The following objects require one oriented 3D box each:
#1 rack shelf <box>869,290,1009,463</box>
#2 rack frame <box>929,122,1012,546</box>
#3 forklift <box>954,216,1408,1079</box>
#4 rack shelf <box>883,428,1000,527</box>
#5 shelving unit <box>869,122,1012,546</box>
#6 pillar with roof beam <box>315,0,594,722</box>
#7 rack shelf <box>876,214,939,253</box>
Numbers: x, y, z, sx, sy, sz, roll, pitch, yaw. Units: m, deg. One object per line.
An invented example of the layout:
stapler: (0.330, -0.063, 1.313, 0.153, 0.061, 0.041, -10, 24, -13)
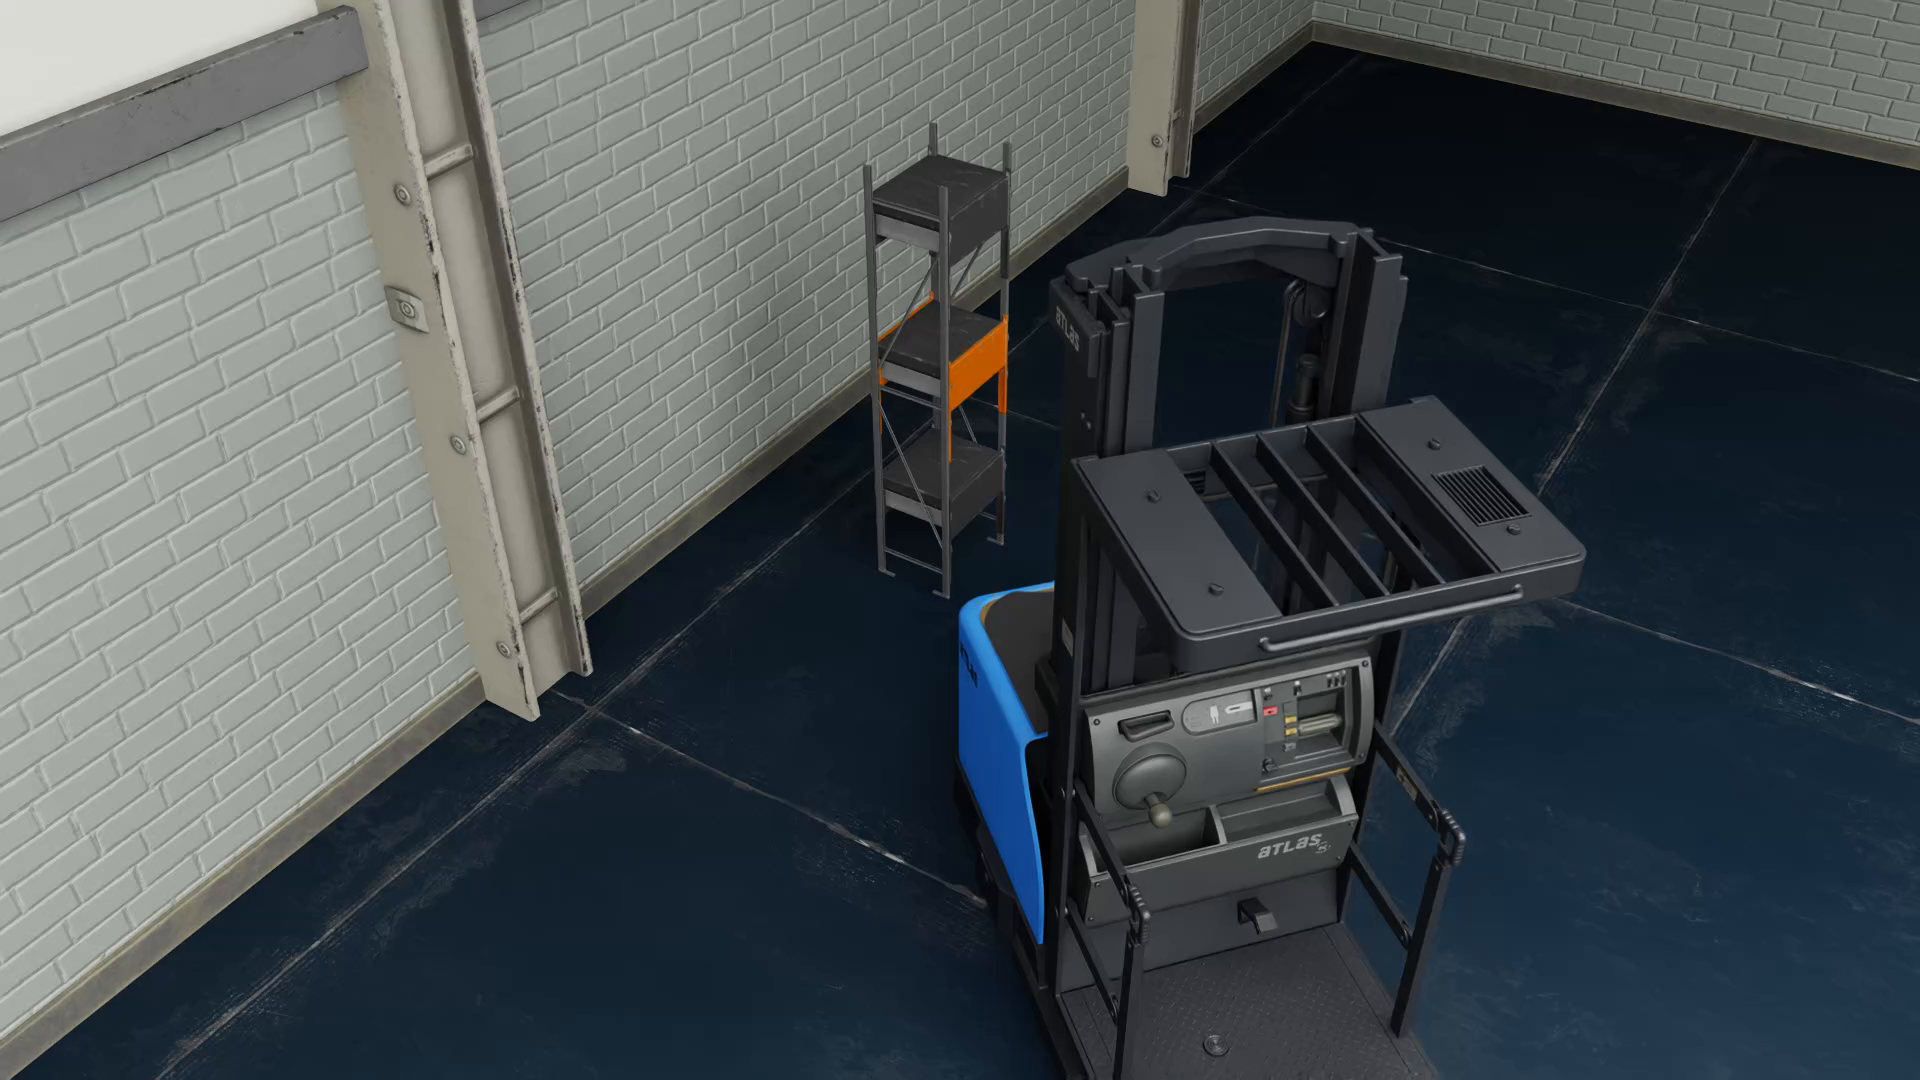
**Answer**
rack shelf: (-0.089, -0.735, 7.446, 0.431, 0.518, 0.480, 21, 42, 25)
rack frame: (0.042, -0.872, 7.601, 0.400, 2.100, 0.015, 21, 42, 25)
forklift: (0.897, 0.681, 4.905, 1.130, 2.935, 3.031, -11, 39, -13)
rack shelf: (-0.089, -0.289, 7.790, 0.368, 0.174, 0.457, 21, 42, 25)
shelving unit: (-0.086, -0.749, 7.442, 0.431, 2.100, 0.492, 21, 42, 25)
pillar with roof beam: (1.765, -1.523, 2.794, 9.100, 9.000, 0.400, 21, 42, 25)
rack shelf: (-0.089, -1.369, 6.958, 0.332, 0.100, 0.442, 21, 42, 25)
